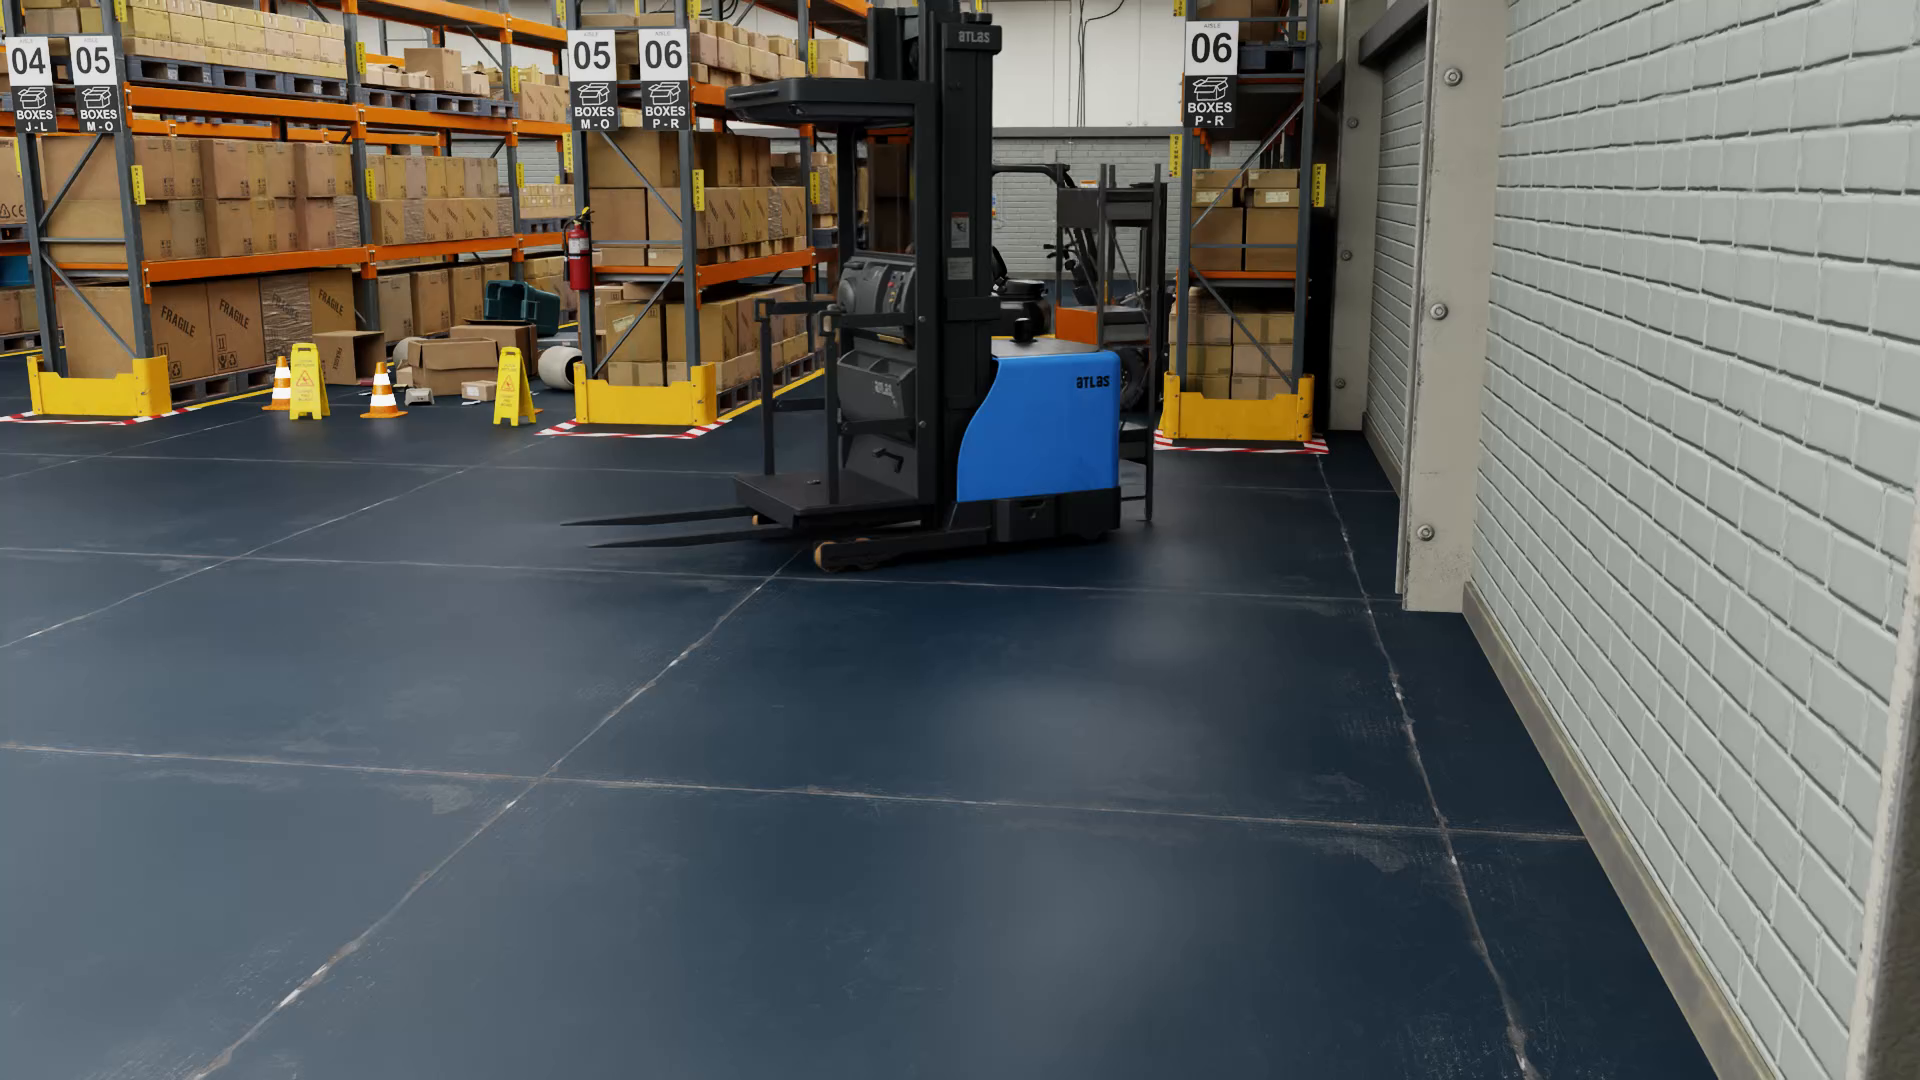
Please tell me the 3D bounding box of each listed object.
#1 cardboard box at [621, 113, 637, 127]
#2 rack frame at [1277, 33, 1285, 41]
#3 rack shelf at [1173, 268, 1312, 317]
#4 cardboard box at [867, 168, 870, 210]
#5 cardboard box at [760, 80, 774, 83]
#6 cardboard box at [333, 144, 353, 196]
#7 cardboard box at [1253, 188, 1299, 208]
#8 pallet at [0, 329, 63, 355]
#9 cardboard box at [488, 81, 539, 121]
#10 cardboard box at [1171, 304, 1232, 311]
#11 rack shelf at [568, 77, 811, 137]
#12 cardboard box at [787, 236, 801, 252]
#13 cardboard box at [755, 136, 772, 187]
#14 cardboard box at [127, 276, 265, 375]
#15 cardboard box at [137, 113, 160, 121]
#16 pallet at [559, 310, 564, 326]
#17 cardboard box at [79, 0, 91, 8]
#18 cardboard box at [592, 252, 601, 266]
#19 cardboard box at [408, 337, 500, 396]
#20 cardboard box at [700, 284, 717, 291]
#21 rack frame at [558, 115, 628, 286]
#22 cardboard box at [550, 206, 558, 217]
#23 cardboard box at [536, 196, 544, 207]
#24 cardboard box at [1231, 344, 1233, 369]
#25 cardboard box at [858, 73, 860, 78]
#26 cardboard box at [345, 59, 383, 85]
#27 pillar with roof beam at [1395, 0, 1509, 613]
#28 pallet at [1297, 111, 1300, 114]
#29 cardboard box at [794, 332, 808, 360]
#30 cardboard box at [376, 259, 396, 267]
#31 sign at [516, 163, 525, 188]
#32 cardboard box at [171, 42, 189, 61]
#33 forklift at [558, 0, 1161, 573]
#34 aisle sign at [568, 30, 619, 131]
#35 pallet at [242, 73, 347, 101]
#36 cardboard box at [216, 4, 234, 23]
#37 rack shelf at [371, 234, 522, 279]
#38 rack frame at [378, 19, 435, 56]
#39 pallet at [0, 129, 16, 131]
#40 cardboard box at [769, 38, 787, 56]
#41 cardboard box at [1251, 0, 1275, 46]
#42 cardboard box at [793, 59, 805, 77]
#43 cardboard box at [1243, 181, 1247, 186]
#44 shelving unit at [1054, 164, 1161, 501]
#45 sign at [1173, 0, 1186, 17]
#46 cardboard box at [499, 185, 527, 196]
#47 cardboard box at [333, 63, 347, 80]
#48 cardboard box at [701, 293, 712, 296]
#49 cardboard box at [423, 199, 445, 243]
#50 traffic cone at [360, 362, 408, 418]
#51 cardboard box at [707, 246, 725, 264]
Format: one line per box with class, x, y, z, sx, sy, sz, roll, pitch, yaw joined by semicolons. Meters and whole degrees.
cardboard box;-5.410;-6.579;26.135;0.500;0.250;0.500;3;12;12
rack frame;3.454;-6.898;20.142;1.000;3.000;0.127;2;12;9
rack shelf;2.531;-2.365;15.055;1.077;0.370;4.000;2;12;9
cardboard box;-1.315;-4.314;20.449;0.500;0.500;0.500;2;12;8
cardboard box;-1.986;-4.347;16.021;0.380;0.149;0.250;2;12;10
cardboard box;-7.064;-3.958;17.819;0.875;0.550;0.550;2;12;9
cardboard box;2.532;-2.728;13.257;0.380;0.149;0.250;2;12;7
pallet;-11.740;-2.413;20.189;1.003;0.211;1.213;2;12;9
cardboard box;-6.007;-5.890;22.349;0.500;0.500;0.500;2;12;9
cardboard box;2.059;-1.863;14.173;0.500;0.250;0.500;2;12;10
rack shelf;-2.374;-3.991;15.481;1.077;0.370;4.000;2;12;9
cardboard box;-1.846;-3.041;17.082;0.380;0.149;0.250;2;12;10
cardboard box;-2.348;-3.892;17.114;0.700;0.500;0.500;2;12;8
cardboard box;-7.416;-2.093;16.131;0.875;0.875;0.875;2;12;8
cardboard box;-11.074;-5.733;22.211;0.500;0.250;0.500;2;12;9
pallet;-6.236;-3.065;23.212;1.003;0.211;1.213;2;12;9
cardboard box;-7.832;-4.720;14.625;0.380;0.149;0.250;2;12;9
cardboard box;-5.699;-4.178;24.916;0.500;0.250;0.500;2;12;11
cardboard box;-4.913;-1.688;16.130;0.797;0.503;0.637;-7;14;-30
cardboard box;-2.618;-2.537;16.353;0.380;0.149;0.250;3;12;12
rack frame;-5.743;-5.098;26.027;1.000;3.000;0.127;2;12;9
cardboard box;-5.928;-4.658;23.586;0.380;0.149;0.250;2;12;11
cardboard box;-6.007;-4.699;23.072;0.380;0.149;0.250;1;12;7
cardboard box;2.078;-1.621;14.240;0.500;0.250;0.500;2;12;8
cardboard box;-1.607;-5.444;20.277;0.700;0.500;0.500;2;12;9
cardboard box;-6.633;-5.205;18.489;0.258;0.266;0.396;2;12;8
pillar with roof beam;-1.955;-4.239;7.804;9.100;9.000;0.400;2;12;9
pallet;3.438;-5.195;19.809;1.213;0.211;1.003;2;12;11
cardboard box;-1.892;-2.022;17.287;0.500;0.250;0.500;2;12;11
cardboard box;-10.309;-4.768;28.545;0.875;0.875;0.875;2;12;9
sign;-5.809;-4.814;21.962;0.100;0.325;0.005;2;12;9
cardboard box;-7.141;-4.364;14.863;0.380;0.149;0.250;2;12;9
forklift;-0.442;-1.408;9.068;3.474;2.935;1.130;-6;13;-25
aisle sign;-2.977;-3.728;13.500;0.394;0.787;0.004;2;12;9
pallet;-7.109;-4.685;17.205;1.003;0.211;1.213;2;12;9
cardboard box;-7.026;-4.911;15.510;0.380;0.149;0.250;2;12;8
rack shelf;-6.665;-3.497;20.308;1.077;0.370;4.000;2;12;9
rack frame;-10.013;-9.045;30.102;1.000;3.000;0.127;2;12;9
pallet;-15.546;-6.648;26.547;1.213;0.211;1.003;2;12;9
cardboard box;-1.902;-4.787;16.170;0.380;0.149;0.250;2;12;10
cardboard box;2.307;-4.380;14.104;0.700;0.500;0.500;2;12;9
cardboard box;-1.868;-4.730;16.853;0.500;0.250;0.500;2;12;8
cardboard box;3.688;-4.322;21.193;0.500;0.500;0.500;2;12;11
shelving unit;0.866;-1.173;9.953;0.431;2.100;0.499;-6;14;-26
sign;1.690;-4.181;12.741;0.100;0.325;0.005;2;12;9
cardboard box;-6.094;-4.729;22.505;0.380;0.149;0.250;2;12;9
cardboard box;-6.713;-4.944;17.556;0.380;0.149;0.250;2;12;8
cardboard box;-2.654;-2.077;15.760;0.500;0.500;0.500;2;12;7
cardboard box;-6.470;-3.791;19.727;0.500;0.500;0.500;2;12;8
traffic cone;-5.039;-1.317;14.505;0.336;0.463;0.334;2;12;9
cardboard box;-2.279;-2.507;14.603;0.380;0.149;0.250;1;12;7
